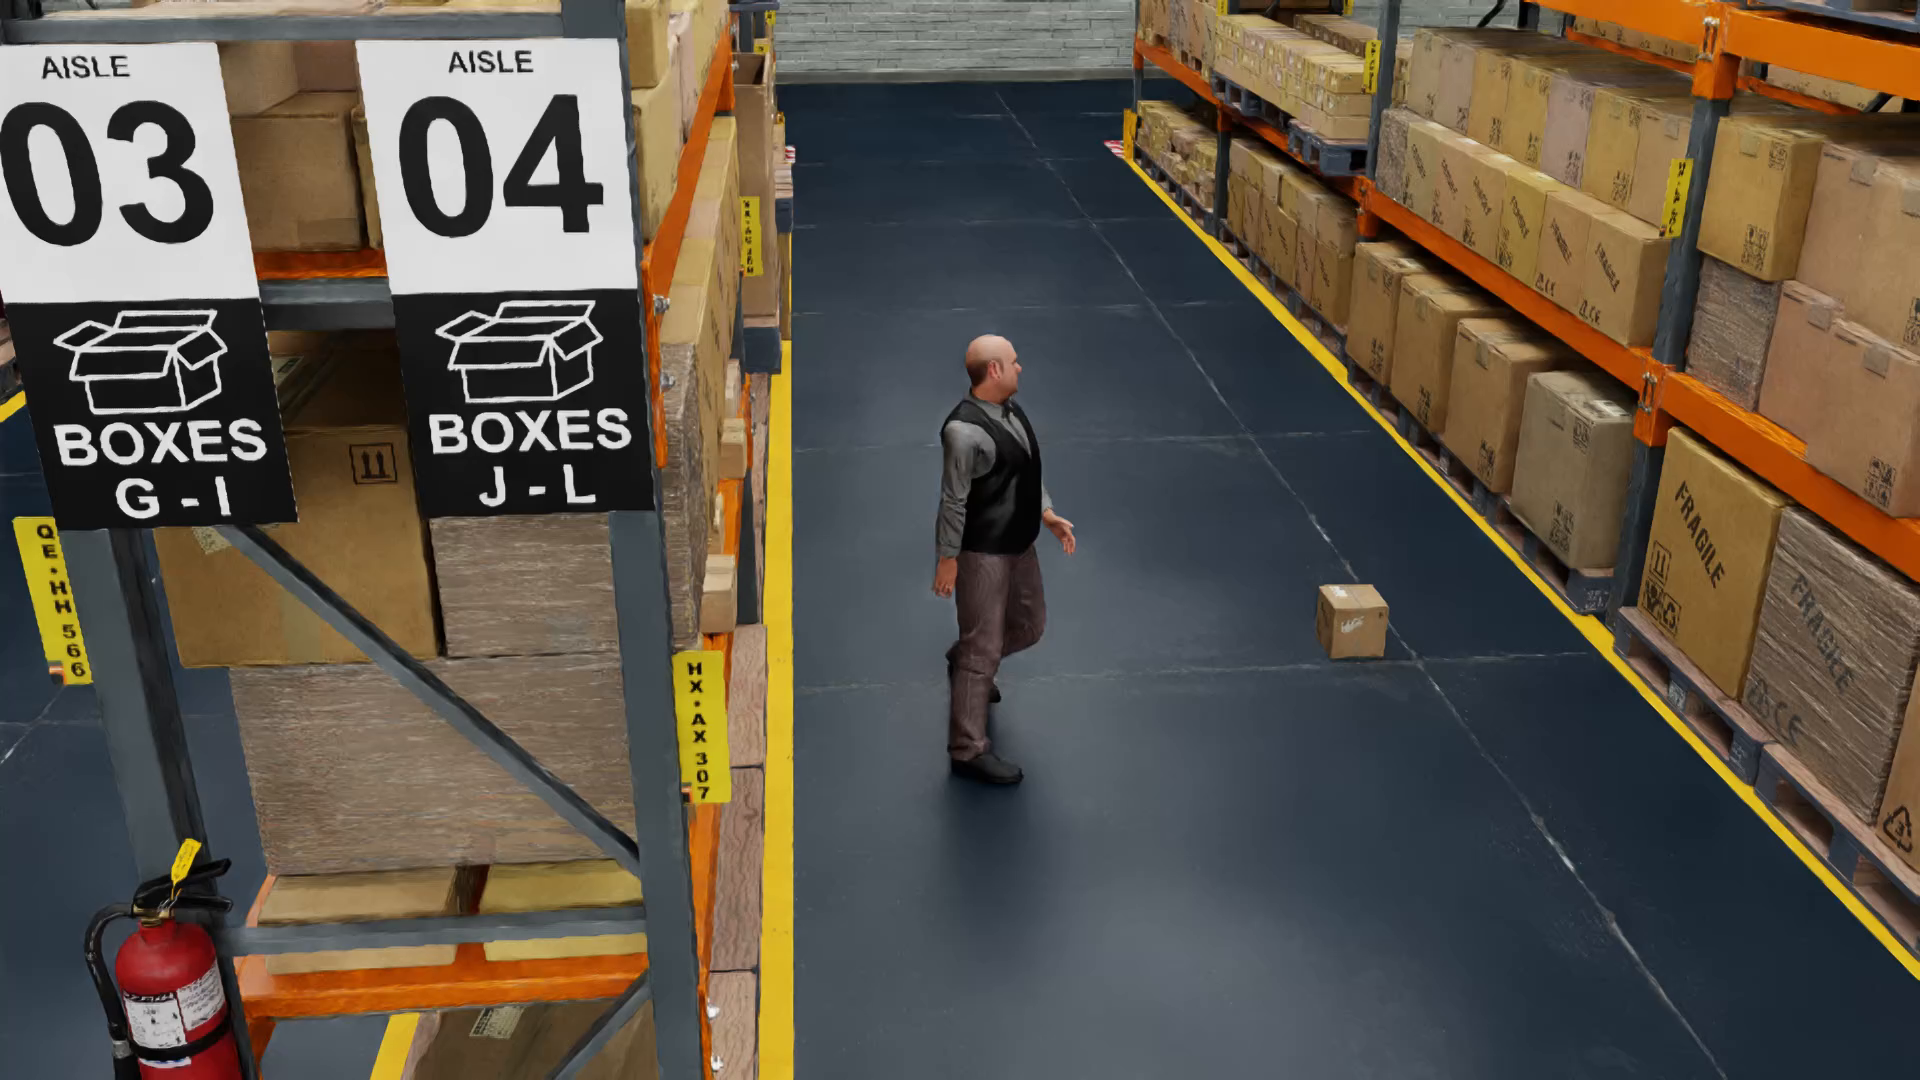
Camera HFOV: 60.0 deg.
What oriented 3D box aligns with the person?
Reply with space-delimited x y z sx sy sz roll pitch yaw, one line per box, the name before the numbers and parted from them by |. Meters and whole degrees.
person | 0.149 0.034 6.563 0.541 1.698 0.679 6 24 13
